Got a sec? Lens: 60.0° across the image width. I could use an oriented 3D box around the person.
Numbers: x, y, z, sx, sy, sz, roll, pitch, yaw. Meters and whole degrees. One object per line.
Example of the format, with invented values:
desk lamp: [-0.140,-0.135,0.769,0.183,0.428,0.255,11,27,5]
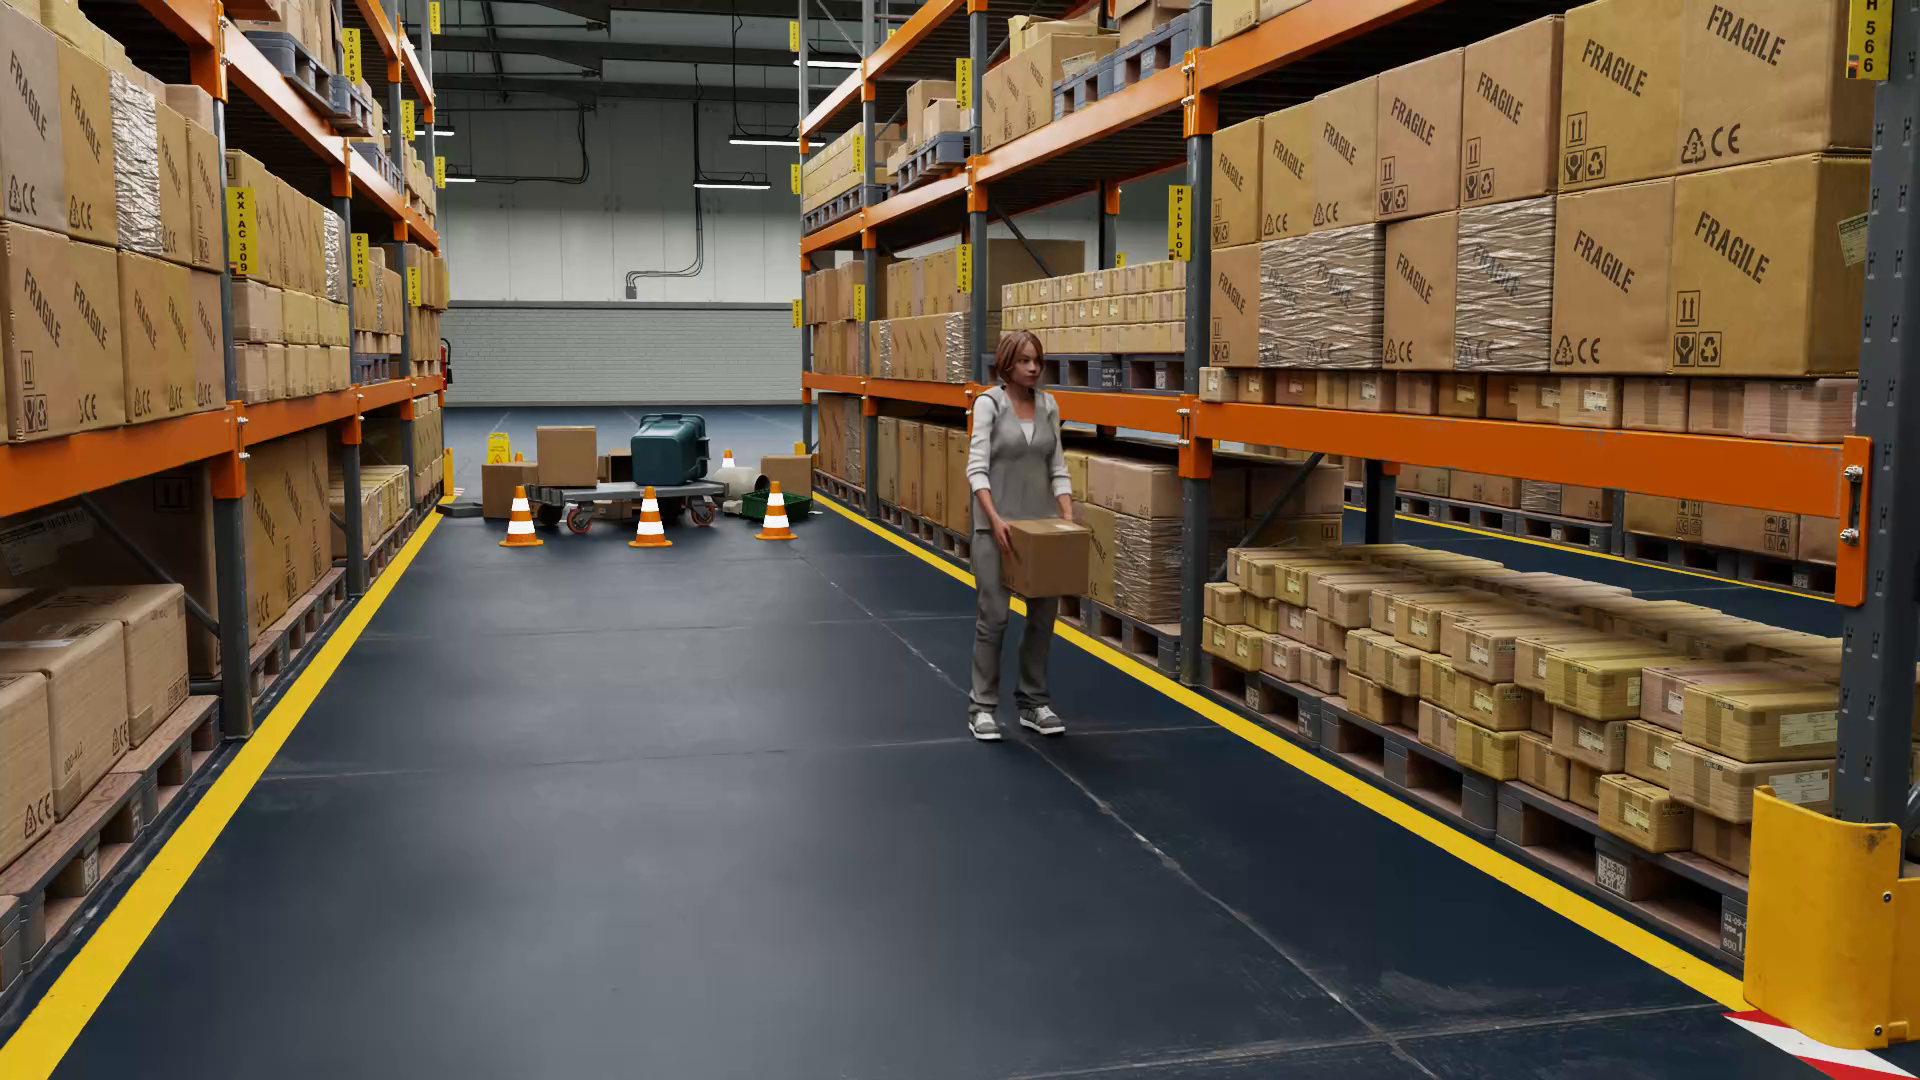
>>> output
person: [0.239,-0.025,6.559,0.444,1.602,0.384,-3,7,-23]
